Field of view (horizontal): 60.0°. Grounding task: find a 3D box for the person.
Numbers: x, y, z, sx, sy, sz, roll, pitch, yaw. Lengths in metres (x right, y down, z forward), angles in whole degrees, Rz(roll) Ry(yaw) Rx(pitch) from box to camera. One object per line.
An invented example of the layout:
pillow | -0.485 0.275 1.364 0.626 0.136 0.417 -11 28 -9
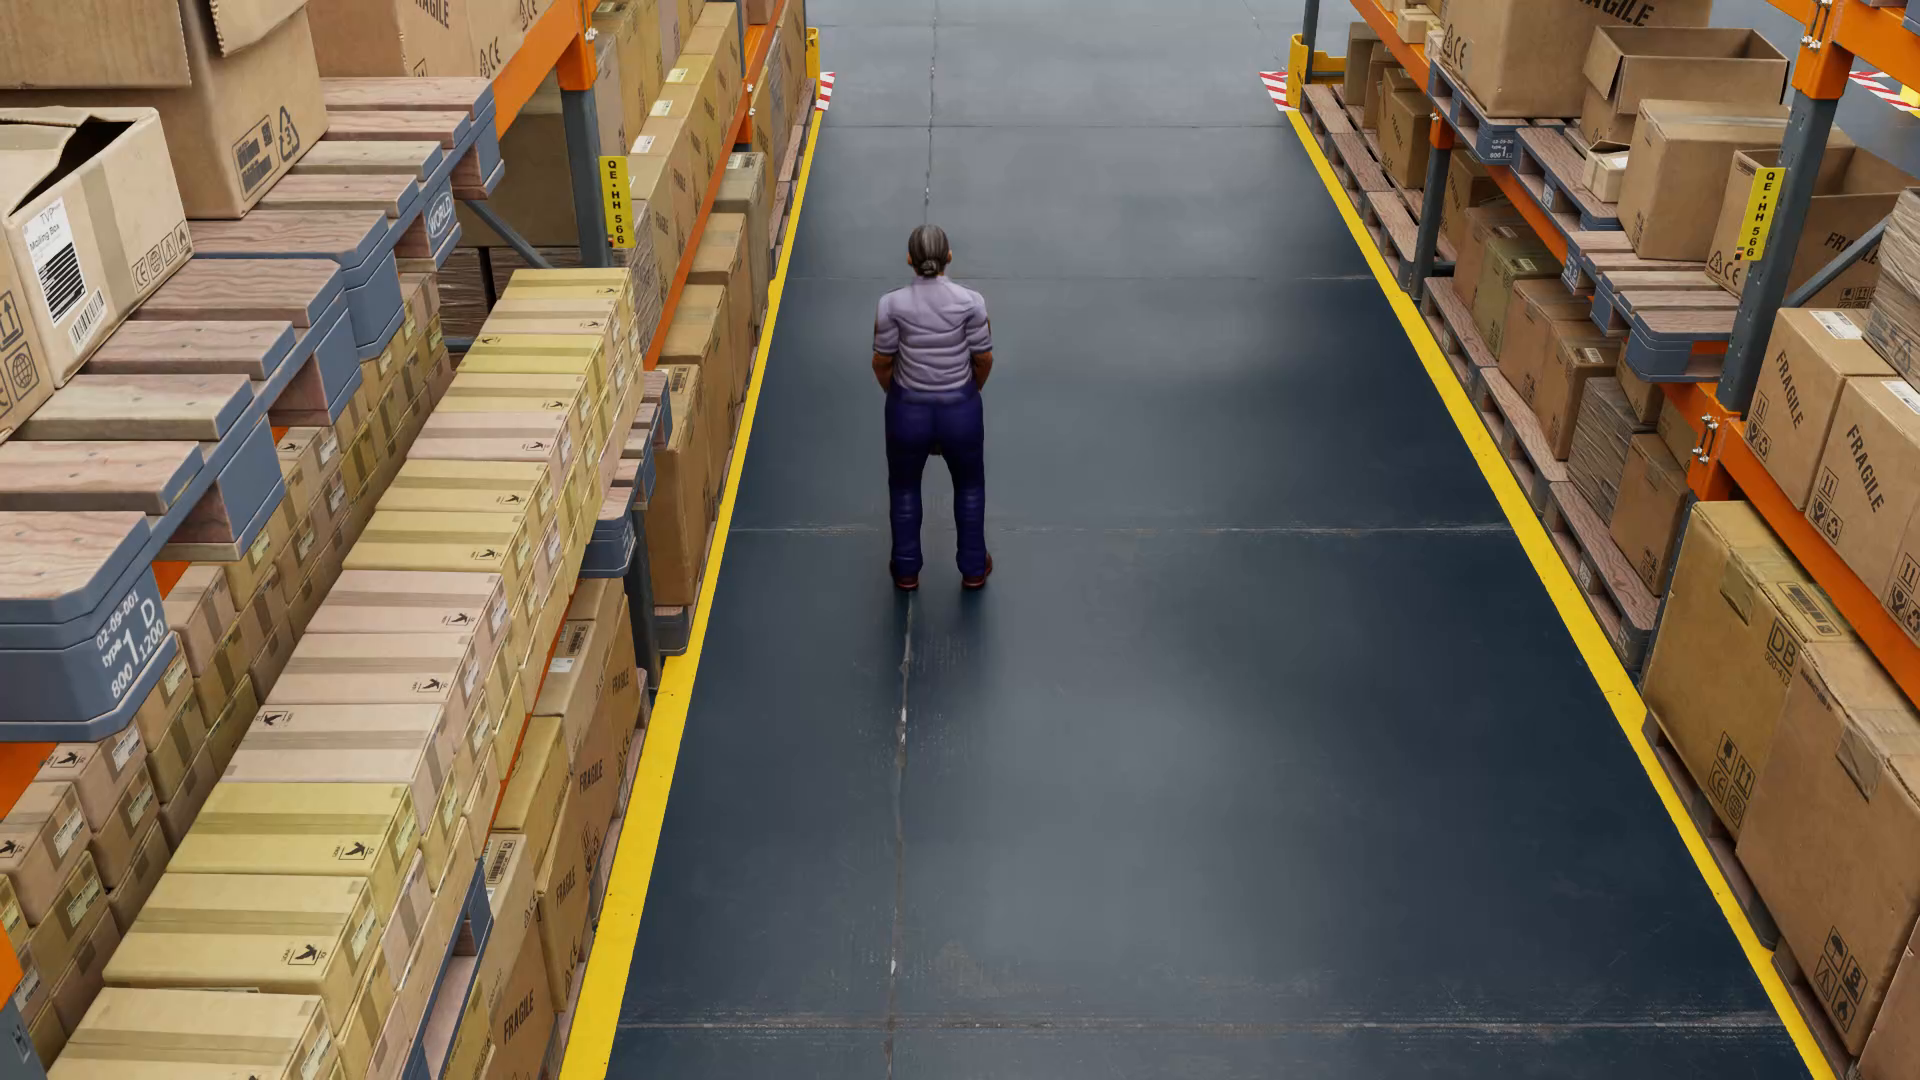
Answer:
person | -0.106 -0.538 7.009 0.516 1.656 0.384 -1 32 -2
